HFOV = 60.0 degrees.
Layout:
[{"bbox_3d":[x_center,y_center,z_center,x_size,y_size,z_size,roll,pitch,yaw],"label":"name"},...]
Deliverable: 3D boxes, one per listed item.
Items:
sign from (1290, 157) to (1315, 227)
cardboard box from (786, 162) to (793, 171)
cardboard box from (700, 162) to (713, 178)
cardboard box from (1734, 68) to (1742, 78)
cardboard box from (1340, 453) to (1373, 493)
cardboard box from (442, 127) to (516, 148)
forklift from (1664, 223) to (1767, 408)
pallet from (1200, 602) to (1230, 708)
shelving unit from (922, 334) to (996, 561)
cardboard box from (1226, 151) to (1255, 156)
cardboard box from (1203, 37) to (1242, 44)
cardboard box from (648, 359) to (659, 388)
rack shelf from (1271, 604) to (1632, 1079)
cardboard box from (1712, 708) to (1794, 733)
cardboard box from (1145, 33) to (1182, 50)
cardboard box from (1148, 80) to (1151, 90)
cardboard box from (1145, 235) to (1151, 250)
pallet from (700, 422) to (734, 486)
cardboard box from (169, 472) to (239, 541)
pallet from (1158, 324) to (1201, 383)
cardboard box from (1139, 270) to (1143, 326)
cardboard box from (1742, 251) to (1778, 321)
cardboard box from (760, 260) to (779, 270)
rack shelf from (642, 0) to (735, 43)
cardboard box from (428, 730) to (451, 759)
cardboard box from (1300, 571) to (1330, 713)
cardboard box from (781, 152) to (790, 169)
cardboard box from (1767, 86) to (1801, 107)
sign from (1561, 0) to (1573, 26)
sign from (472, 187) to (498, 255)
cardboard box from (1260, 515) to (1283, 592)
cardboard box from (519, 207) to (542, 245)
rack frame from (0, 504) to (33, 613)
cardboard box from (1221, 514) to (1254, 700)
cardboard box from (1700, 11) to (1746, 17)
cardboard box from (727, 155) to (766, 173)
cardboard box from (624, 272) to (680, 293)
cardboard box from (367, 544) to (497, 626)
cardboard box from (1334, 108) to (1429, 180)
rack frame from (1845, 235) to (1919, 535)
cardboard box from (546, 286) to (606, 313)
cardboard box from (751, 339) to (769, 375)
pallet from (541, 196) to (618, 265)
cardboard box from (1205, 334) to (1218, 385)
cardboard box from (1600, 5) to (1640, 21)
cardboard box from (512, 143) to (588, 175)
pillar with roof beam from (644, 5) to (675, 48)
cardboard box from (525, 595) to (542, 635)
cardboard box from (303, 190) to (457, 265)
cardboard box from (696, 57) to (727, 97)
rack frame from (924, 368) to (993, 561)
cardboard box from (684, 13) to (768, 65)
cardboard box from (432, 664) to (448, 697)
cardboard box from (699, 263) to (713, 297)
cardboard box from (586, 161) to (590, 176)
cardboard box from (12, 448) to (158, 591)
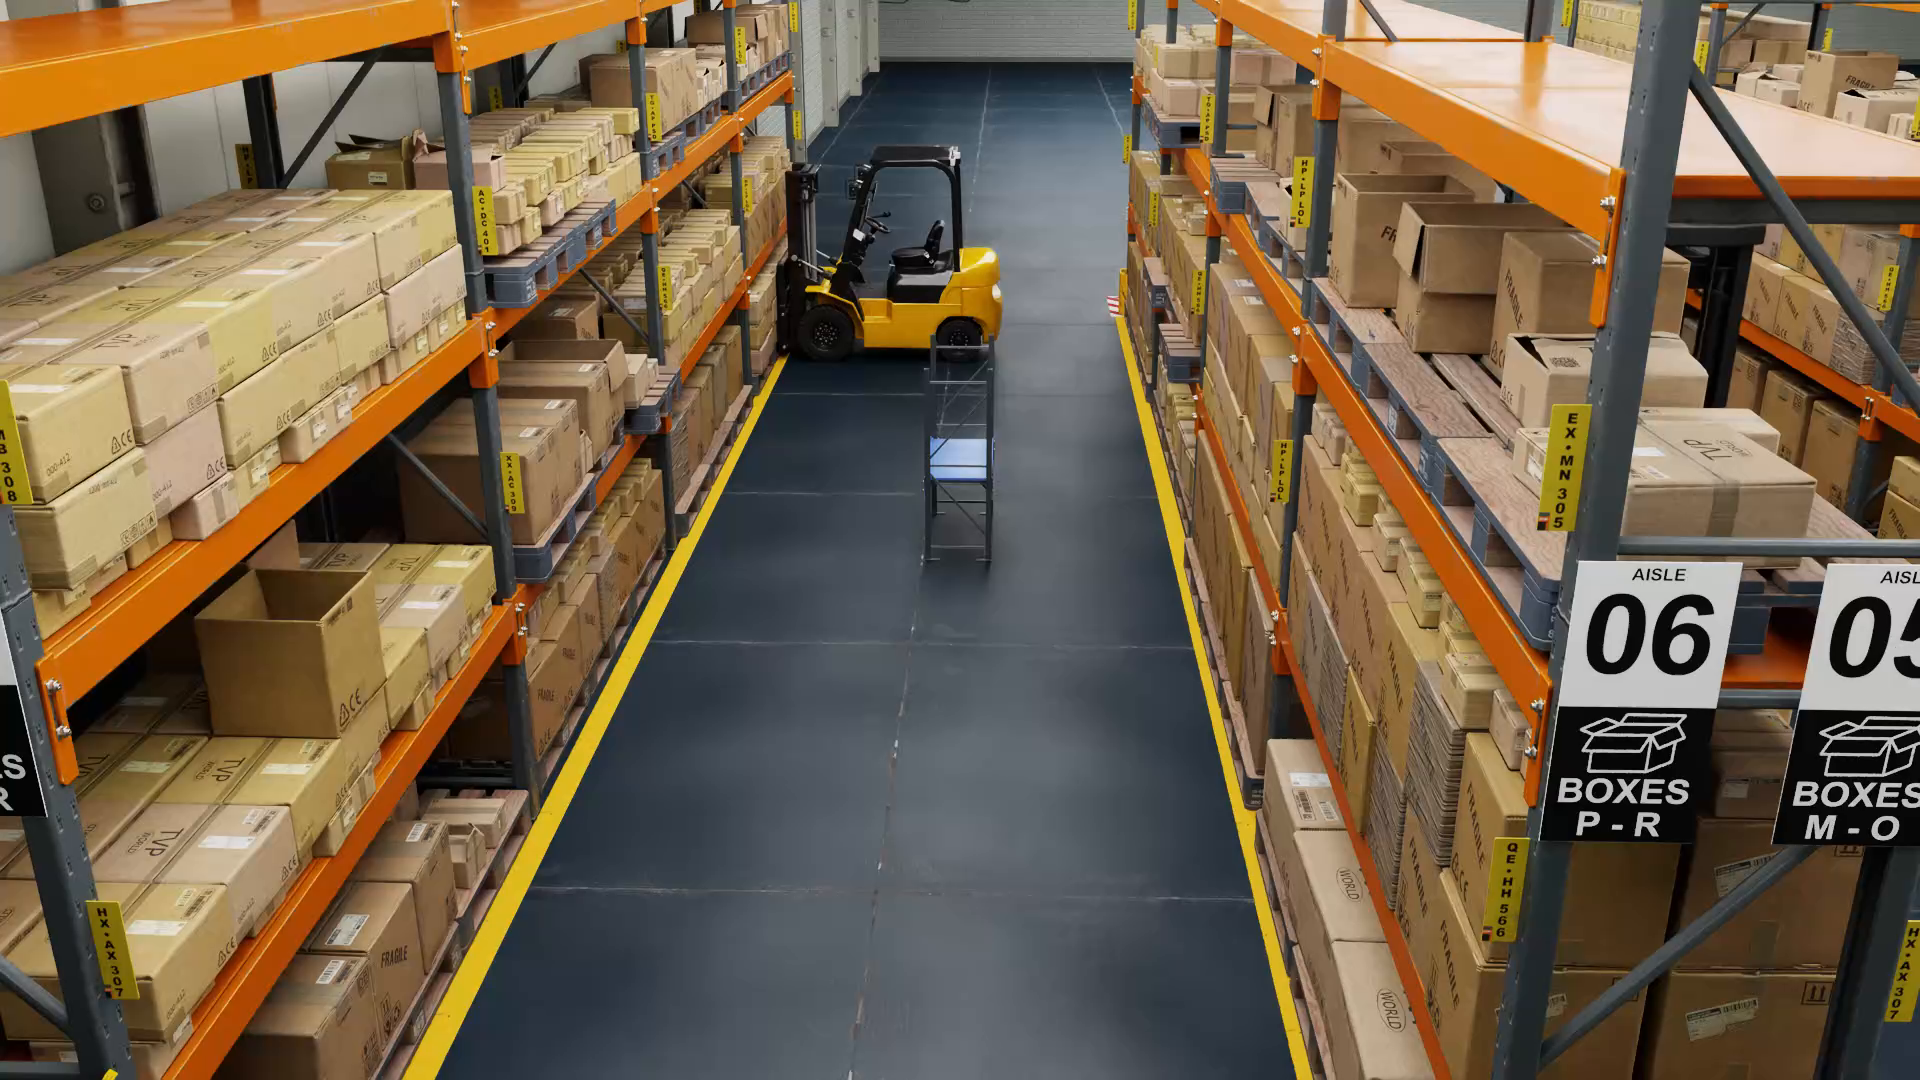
[{"bbox_3d":[1.602,-1.624,7.772,0.100,0.325,0.005,1,21,2],"label":"sign"},{"bbox_3d":[-2.204,-4.093,19.294,0.500,0.500,0.500,0,21,0],"label":"cardboard box"},{"bbox_3d":[-2.794,-3.850,17.360,0.380,0.149,0.250,0,21,1],"label":"cardboard box"},{"bbox_3d":[7.705,-4.546,16.079,0.380,0.149,0.250,1,21,2],"label":"cardboard box"},{"bbox_3d":[1.850,-0.264,7.147,0.380,0.149,0.250,0,21,1],"label":"cardboard box"},{"bbox_3d":[-3.004,-2.489,10.396,0.380,0.149,0.250,1,21,1],"label":"cardboard box"},{"bbox_3d":[4.628,-1.015,11.594,1.130,2.935,3.031,1,21,2],"label":"forklift"},{"bbox_3d":[2.127,0.742,10.824,1.003,0.211,1.213,1,21,2],"label":"pallet"},{"bbox_3d":[0.003,-0.730,12.837,0.538,1.500,1.048,1,21,2],"label":"shelving unit"},{"bbox_3d":[2.066,-2.769,12.220,0.380,0.149,0.250,1,21,2],"label":"cardboard box"},{"bbox_3d":[2.689,-5.054,17.007,0.380,0.149,0.250,1,21,3],"label":"cardboard box"},{"bbox_3d":[-2.331,-1.172,11.669,0.380,0.149,0.250,1,21,3],"label":"cardboard box"},{"bbox_3d":[2.084,1.223,6.725,1.077,0.370,4.000,1,21,2],"label":"rack shelf"},{"bbox_3d":[2.248,0.575,4.984,0.380,0.149,0.250,1,21,3],"label":"cardboard box"},{"bbox_3d":[2.151,-5.246,17.501,0.380,0.149,0.250,1,21,3],"label":"cardboard box"},{"bbox_3d":[2.173,-4.776,17.392,0.380,0.149,0.250,0,21,0],"label":"cardboard box"},{"bbox_3d":[2.121,-3.098,17.214,0.380,0.149,0.250,0,21,1],"label":"cardboard box"},{"bbox_3d":[-2.591,-0.772,14.727,1.003,0.211,1.213,1,21,2],"label":"pallet"},{"bbox_3d":[-2.579,-0.113,5.374,0.380,0.149,0.250,1,21,3],"label":"cardboard box"},{"bbox_3d":[2.182,-1.451,12.887,1.213,0.211,1.003,1,21,2],"label":"pallet"},{"bbox_3d":[2.166,-2.577,17.707,0.500,0.500,0.500,2,21,4],"label":"cardboard box"},{"bbox_3d":[7.022,-2.206,14.430,0.500,0.500,0.500,1,21,1],"label":"cardboard box"},{"bbox_3d":[-2.192,-2.887,18.162,0.500,0.250,0.500,0,21,1],"label":"cardboard box"},{"bbox_3d":[-2.634,-4.333,13.304,1.077,0.370,4.000,1,21,2],"label":"rack shelf"},{"bbox_3d":[-3.097,0.900,9.438,0.500,0.500,0.500,1,21,1],"label":"cardboard box"},{"bbox_3d":[1.850,0.467,7.542,0.500,0.500,0.500,1,21,2],"label":"cardboard box"},{"bbox_3d":[-2.160,-4.355,19.072,0.380,0.149,0.250,1,21,2],"label":"cardboard box"},{"bbox_3d":[7.037,-3.730,13.977,0.380,0.149,0.250,1,21,2],"label":"cardboard box"},{"bbox_3d":[6.906,-6.007,18.901,0.100,0.325,0.005,1,21,2],"label":"sign"},{"bbox_3d":[-2.274,-1.525,7.951,0.100,0.325,0.005,1,21,2],"label":"sign"},{"bbox_3d":[1.907,0.069,8.911,0.500,0.250,0.500,0,21,0],"label":"cardboard box"},{"bbox_3d":[-2.367,-1.609,8.512,0.380,0.149,0.250,1,21,2],"label":"cardboard box"},{"bbox_3d":[-2.938,-1.239,3.783,1.000,3.000,0.127,1,21,2],"label":"rack frame"},{"bbox_3d":[2.104,0.408,10.189,0.875,0.875,0.875,1,21,3],"label":"cardboard box"},{"bbox_3d":[7.736,-5.284,16.879,0.380,0.149,0.250,1,21,1],"label":"cardboard box"},{"bbox_3d":[-2.293,-4.029,17.819,0.380,0.149,0.250,1,21,2],"label":"cardboard box"},{"bbox_3d":[-2.402,-1.986,12.965,0.380,0.149,0.250,1,21,3],"label":"cardboard box"},{"bbox_3d":[-2.588,0.229,8.087,0.500,0.250,0.500,1,21,3],"label":"cardboard box"},{"bbox_3d":[2.503,-2.282,9.898,0.500,0.500,0.500,1,21,2],"label":"cardboard box"},{"bbox_3d":[7.217,-1.264,12.139,1.000,3.000,0.127,1,21,2],"label":"rack frame"},{"bbox_3d":[-2.887,-1.804,12.496,0.380,0.149,0.250,1,21,3],"label":"cardboard box"},{"bbox_3d":[-2.228,-1.866,16.913,0.500,0.250,0.500,1,21,2],"label":"cardboard box"},{"bbox_3d":[-2.698,-1.810,9.659,1.213,0.211,1.003,1,21,2],"label":"pallet"},{"bbox_3d":[2.004,-1.264,11.657,0.500,0.250,0.500,0,21,1],"label":"cardboard box"},{"bbox_3d":[7.108,-5.660,17.849,0.380,0.149,0.250,1,21,2],"label":"cardboard box"},{"bbox_3d":[-2.381,-2.212,9.653,0.380,0.149,0.250,1,21,2],"label":"cardboard box"},{"bbox_3d":[0.929,-6.735,17.947,9.100,9.000,0.400,1,21,2],"label":"pillar with roof beam"},{"bbox_3d":[-2.580,0.418,9.371,0.380,0.149,0.250,0,21,-1],"label":"cardboard box"},{"bbox_3d":[-2.591,-1.404,7.459,0.500,0.250,0.500,1,21,2],"label":"cardboard box"},{"bbox_3d":[-2.352,-4.116,14.748,0.500,0.311,0.500,0,21,0],"label":"cardboard box"},{"bbox_3d":[-0.013,-0.546,12.363,0.500,1.500,0.032,1,21,2],"label":"rack frame"},{"bbox_3d":[-2.409,-5.173,17.207,0.797,0.503,0.637,1,21,3],"label":"cardboard box"},{"bbox_3d":[-2.579,0.630,7.607,0.380,0.149,0.250,1,21,3],"label":"cardboard box"},{"bbox_3d":[-2.397,-2.211,14.097,0.500,0.250,0.500,1,21,2],"label":"cardboard box"},{"bbox_3d":[-2.547,-2.350,10.449,0.380,0.149,0.250,1,21,2],"label":"cardboard box"},{"bbox_3d":[-2.651,-0.067,4.705,0.500,0.250,0.500,0,21,1],"label":"cardboard box"}]
